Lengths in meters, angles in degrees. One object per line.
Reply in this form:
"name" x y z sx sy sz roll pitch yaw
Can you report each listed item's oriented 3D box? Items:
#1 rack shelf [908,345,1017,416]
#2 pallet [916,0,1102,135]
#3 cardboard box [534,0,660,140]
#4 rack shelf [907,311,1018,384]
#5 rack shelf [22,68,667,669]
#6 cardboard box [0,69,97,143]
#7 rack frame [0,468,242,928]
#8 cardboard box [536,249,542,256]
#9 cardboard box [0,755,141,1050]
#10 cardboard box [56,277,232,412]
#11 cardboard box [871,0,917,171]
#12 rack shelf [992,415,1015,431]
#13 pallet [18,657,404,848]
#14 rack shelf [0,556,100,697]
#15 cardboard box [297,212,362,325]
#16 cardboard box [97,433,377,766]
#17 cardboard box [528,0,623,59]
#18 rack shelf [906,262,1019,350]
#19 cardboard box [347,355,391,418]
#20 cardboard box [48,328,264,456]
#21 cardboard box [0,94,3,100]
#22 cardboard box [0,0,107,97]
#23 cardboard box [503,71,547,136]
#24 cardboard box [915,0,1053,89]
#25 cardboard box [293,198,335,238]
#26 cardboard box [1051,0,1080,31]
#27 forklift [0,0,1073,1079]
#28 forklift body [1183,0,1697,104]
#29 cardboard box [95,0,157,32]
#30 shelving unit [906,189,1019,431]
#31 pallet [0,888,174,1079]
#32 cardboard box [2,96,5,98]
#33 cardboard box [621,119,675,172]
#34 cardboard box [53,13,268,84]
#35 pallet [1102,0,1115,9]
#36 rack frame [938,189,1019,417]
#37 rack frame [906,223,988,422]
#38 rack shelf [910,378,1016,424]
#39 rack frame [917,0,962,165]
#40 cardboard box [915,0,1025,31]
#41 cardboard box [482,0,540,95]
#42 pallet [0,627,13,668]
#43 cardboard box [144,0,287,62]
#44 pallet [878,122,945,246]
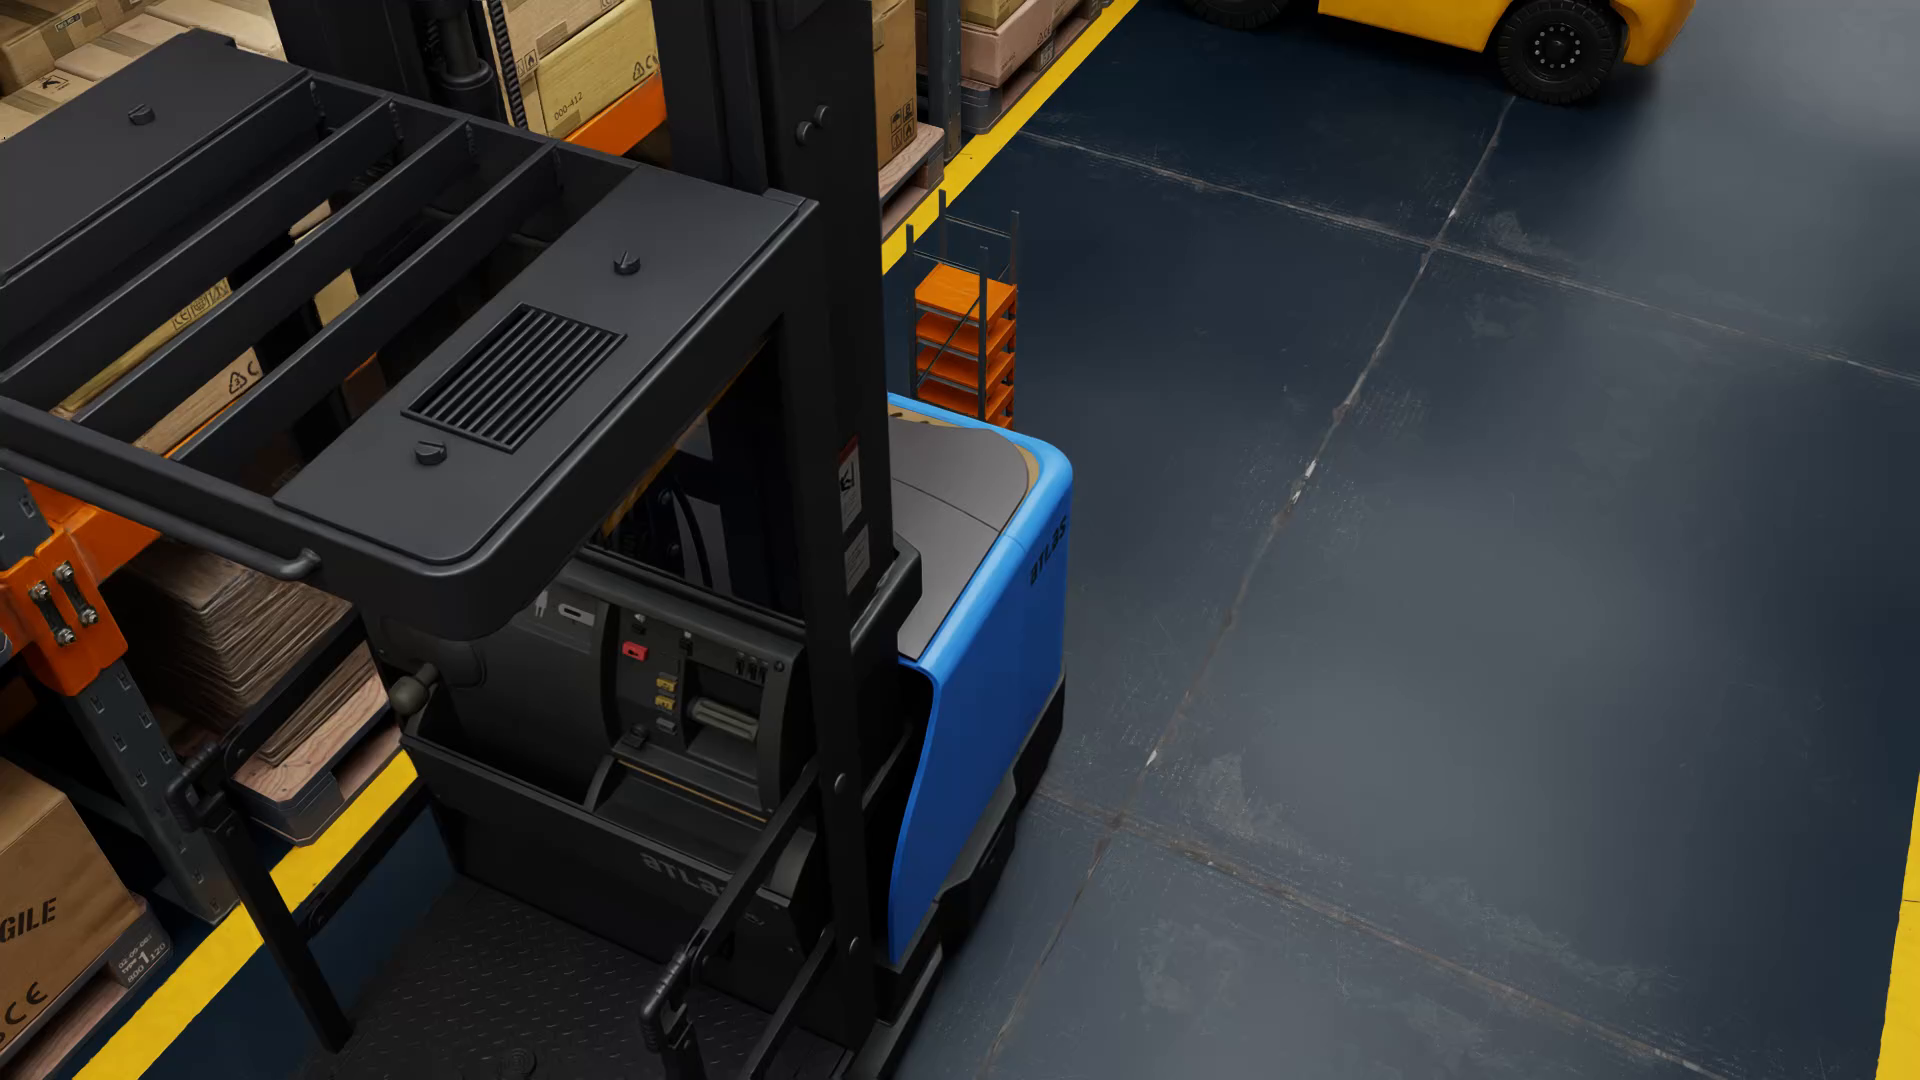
"rack shelf" 0.007 -0.484 4.779 0.258 0.103 0.180 20 49 19
"pallet" -0.059 -2.290 7.365 1.003 0.211 1.213 20 49 19
"cardboard box" -1.187 -1.378 4.608 0.500 0.250 0.500 22 49 20
"rack shelf" 0.007 -0.568 4.693 0.258 0.103 0.180 20 49 19
"rack shelf" -1.394 -1.270 4.902 1.077 0.370 4.000 20 49 19
"cardboard box" -1.791 -0.799 3.404 0.380 0.149 0.250 21 49 20
"rack frame" -2.322 -0.263 3.401 1.000 3.000 0.127 20 49 19
"cardboard box" -1.412 -0.803 5.309 0.875 0.625 0.625 19 48 17
"cardboard box" -2.328 0.805 3.808 0.500 0.500 0.500 22 49 20
"cardboard box" -1.878 -0.577 3.465 0.500 0.250 0.500 20 49 19
"cardboard box" -0.698 -1.764 6.258 0.875 0.625 0.625 23 50 21
"rack shelf" 0.007 -0.315 4.949 0.258 0.103 0.180 20 49 19
"pallet" -1.905 0.211 4.893 1.003 0.211 1.213 20 49 19
"rack shelf" -3.251 1.250 2.412 1.077 0.370 4.000 20 49 19
"cardboard box" -1.662 -0.725 3.963 0.500 0.250 0.500 19 48 18
"cardboard box" -2.020 0.035 4.480 0.875 0.625 0.625 22 49 20
"cardboard box" -1.193 -1.554 4.431 0.500 0.250 0.500 21 49 20
"rack shelf" 0.007 -0.653 4.608 0.258 0.103 0.180 20 49 19
"cardboard box" -1.724 -0.379 4.890 0.875 0.625 0.625 22 49 20
"cardboard box" -1.900 -0.409 3.651 0.500 0.250 0.500 21 49 19
"cardboard box" -2.328 -1.000 3.603 0.380 0.149 0.250 22 49 20
"cardboard box" -2.154 -1.143 3.744 0.380 0.149 0.250 20 49 19
"cardboard box" -1.429 -1.051 4.286 0.500 0.250 0.500 19 48 18
"cardboard box" 0.053 -2.160 6.913 0.500 0.250 0.500 21 49 19
"cardboard box" -1.666 -0.900 3.785 0.500 0.250 0.500 22 49 20
"cardboard box" 0.275 -2.485 7.235 0.500 0.250 0.500 19 48 18
"forklift" -0.805 0.306 2.887 1.130 2.935 3.031 19 48 18
"forklift body" 2.127 -3.208 6.908 2.313 2.155 1.214 20 49 19
"cardboard box" -2.101 -1.321 3.920 0.380 0.149 0.250 20 49 18
"shelving unit" 0.007 -0.431 4.832 0.258 1.200 0.189 20 49 19
"pallet" -2.702 1.175 3.941 1.003 0.211 1.213 20 49 19
"cardboard box" -2.124 -1.084 3.966 0.500 0.250 0.500 21 49 19
"cardboard box" -1.065 -1.277 5.778 0.875 0.625 0.625 20 49 19
"cardboard box" -1.694 -0.969 3.572 0.380 0.149 0.250 22 49 20
"pallet" 0.506 -3.062 8.127 1.003 0.211 1.213 20 49 19
"rack frame" 0.049 -0.489 4.889 0.240 1.200 0.006 20 49 19
"rack frame" -0.036 -0.373 4.775 0.240 1.200 0.006 20 49 19
"rack shelf" 0.007 -0.400 4.864 0.258 0.103 0.180 20 49 19
"rack frame" -0.465 -2.783 5.892 1.000 3.000 0.127 20 49 19
"cardboard box" 0.033 -2.343 6.743 0.500 0.250 0.500 20 49 19
"cardboard box" -1.407 -1.224 4.105 0.500 0.250 0.500 19 48 18
"pallet" -2.575 0.254 3.025 1.213 0.211 1.003 20 49 19
"cardboard box" -1.584 -1.138 3.739 0.380 0.149 0.250 21 49 19
"pallet" -0.773 -1.326 6.412 1.003 0.211 1.213 20 49 19
